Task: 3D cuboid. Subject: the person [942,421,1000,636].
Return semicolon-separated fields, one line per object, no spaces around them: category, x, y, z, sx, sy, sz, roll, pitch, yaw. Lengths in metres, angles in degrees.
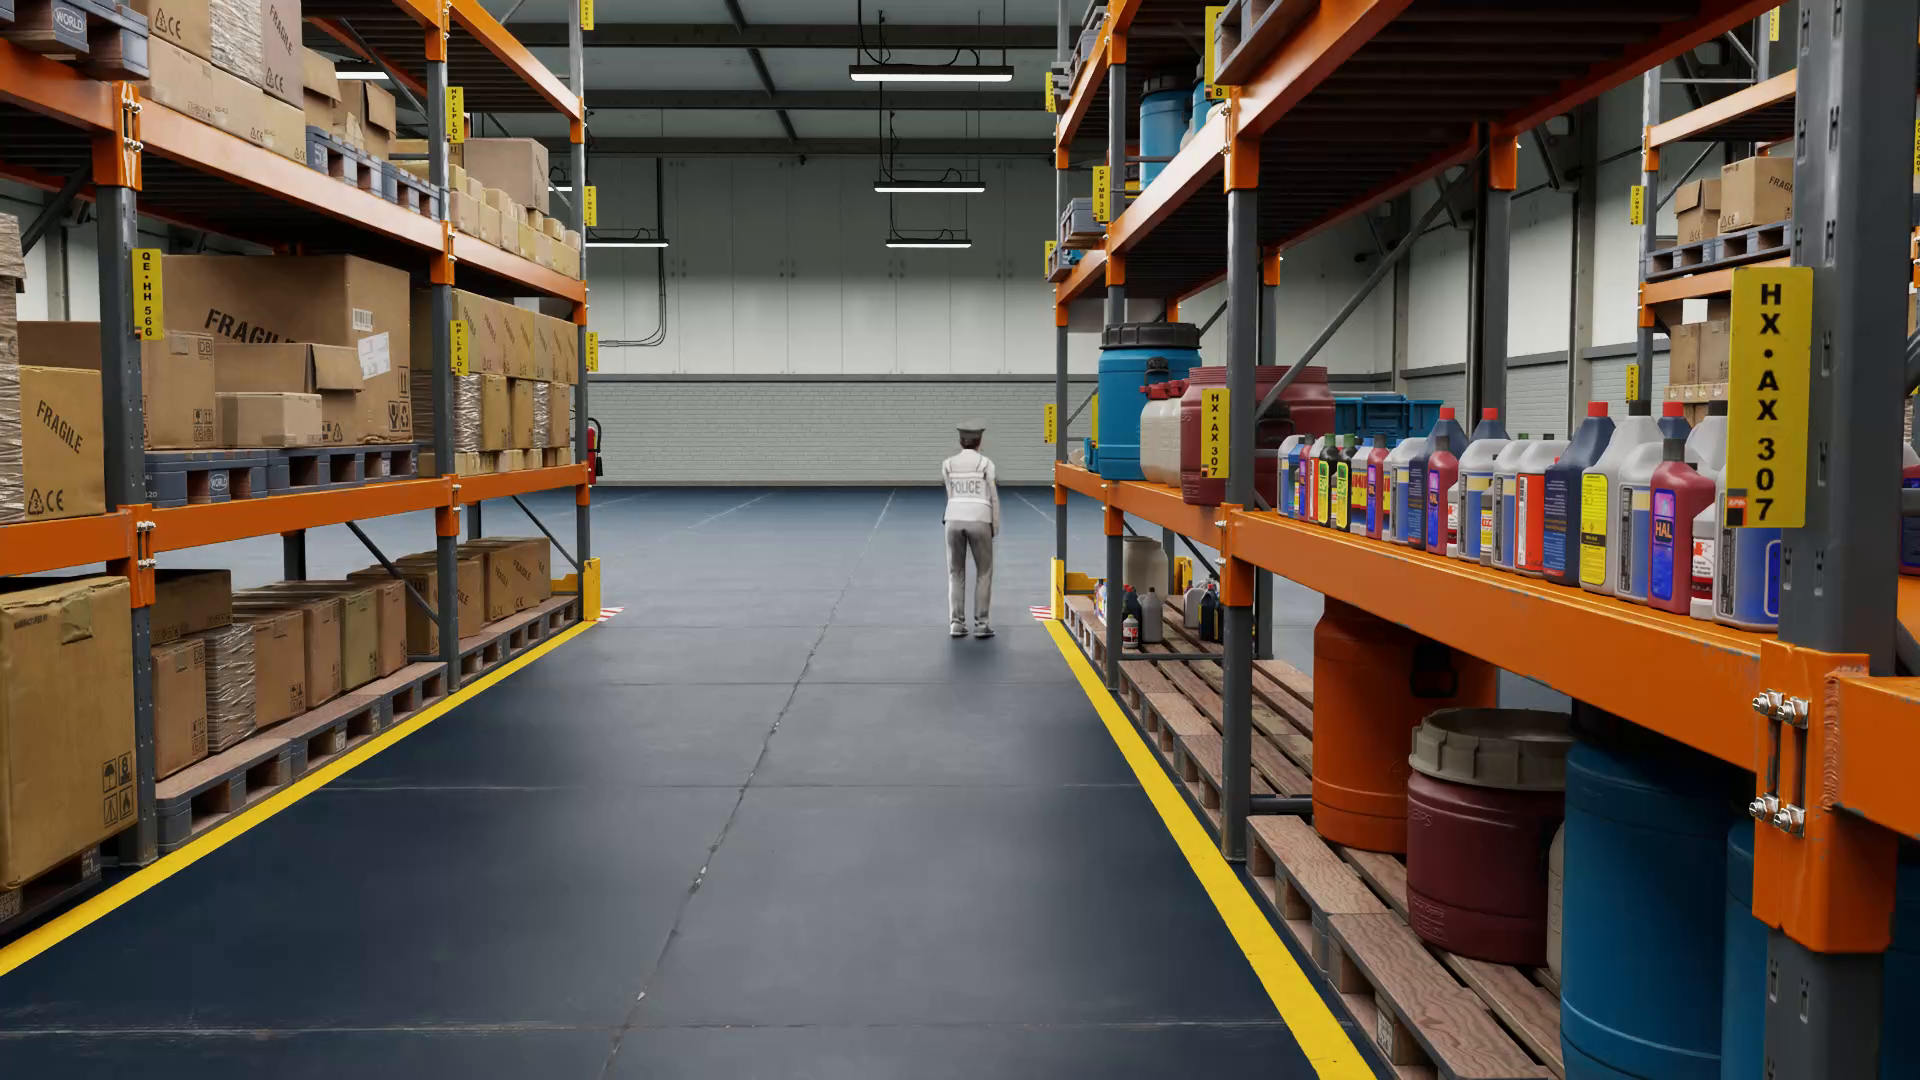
person;0.083;-0.086;12.812;0.414;1.667;0.542;1;4;16
